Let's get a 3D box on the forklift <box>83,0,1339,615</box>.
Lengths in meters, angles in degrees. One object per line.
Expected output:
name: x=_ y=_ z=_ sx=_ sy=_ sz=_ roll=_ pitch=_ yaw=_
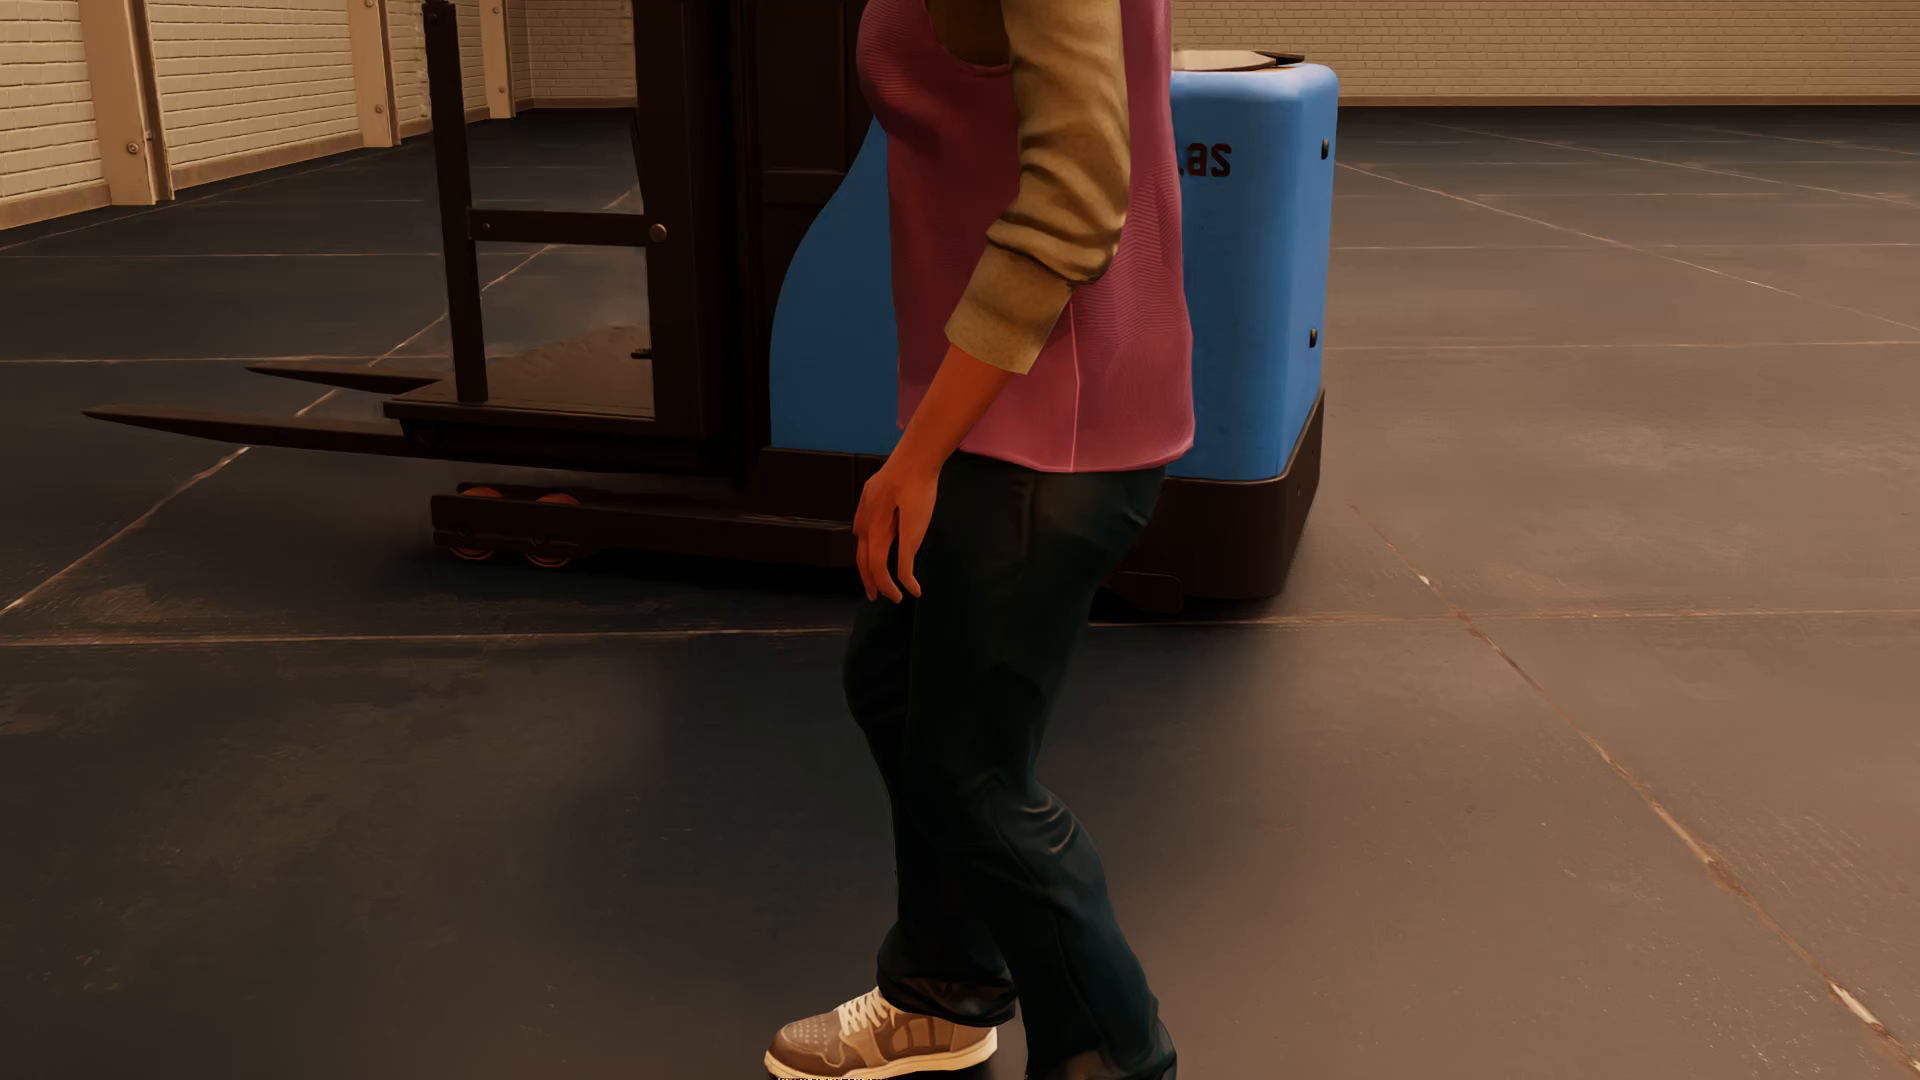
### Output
forklift: x=-0.684 y=-1.480 z=3.744 sx=3.031 sy=2.935 sz=1.130 roll=5 pitch=18 yaw=16

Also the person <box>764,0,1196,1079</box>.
person: x=0.007 y=-0.094 z=1.550 sx=0.449 sy=1.575 sz=0.612 roll=-1 pitch=17 yaw=-2
